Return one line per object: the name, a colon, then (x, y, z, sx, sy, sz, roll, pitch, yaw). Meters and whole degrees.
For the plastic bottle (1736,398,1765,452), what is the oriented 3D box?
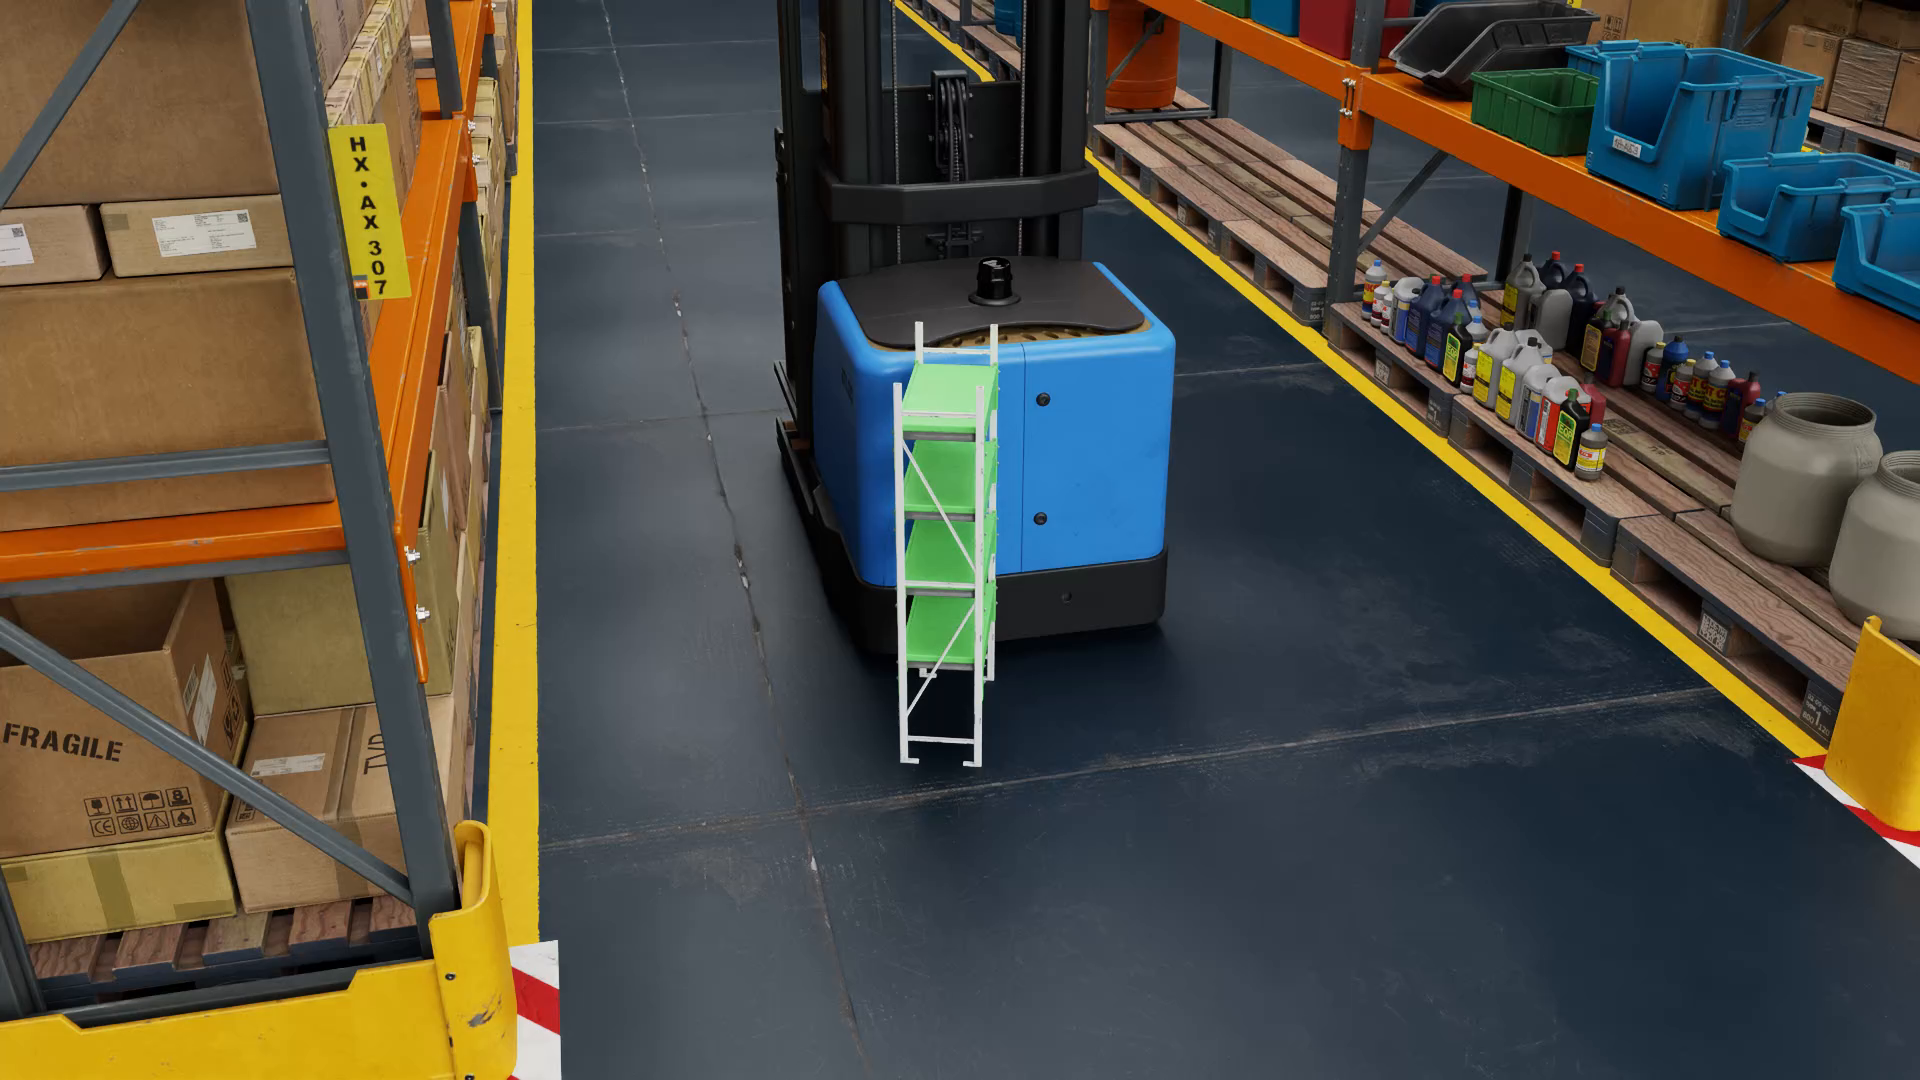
plastic bottle: (3.071, -0.447, 6.424, 0.097, 0.201, 0.097, 0, 27, 0)

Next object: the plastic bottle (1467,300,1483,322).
plastic bottle: (2.226, -0.913, 7.270, 0.097, 0.271, 0.097, 0, 27, 0)

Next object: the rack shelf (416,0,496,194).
rack shelf: (-2.980, -2.438, 8.550, 1.077, 0.370, 4.000, -6, 27, -12)

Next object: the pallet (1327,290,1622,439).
pallet: (2.408, -0.839, 7.677, 1.003, 0.211, 1.213, -6, 27, -12)

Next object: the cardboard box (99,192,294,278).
cardboard box: (-1.506, -0.654, 3.385, 0.380, 0.149, 0.250, -6, 27, -12)

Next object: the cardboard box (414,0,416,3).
cardboard box: (-2.259, -2.118, 6.286, 0.380, 0.149, 0.250, -6, 27, -12)

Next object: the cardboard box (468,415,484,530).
cardboard box: (-1.982, -0.221, 5.945, 0.500, 0.250, 0.500, -6, 27, -12)

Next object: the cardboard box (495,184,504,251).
cardboard box: (-2.726, -1.719, 8.911, 0.500, 0.250, 0.500, -5, 27, -11)

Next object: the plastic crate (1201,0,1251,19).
plastic crate: (1.630, -3.024, 9.147, 0.450, 0.188, 0.662, -6, 27, -12)

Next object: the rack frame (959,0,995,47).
rack frame: (0.495, -5.895, 14.600, 1.000, 3.000, 0.127, -6, 27, -12)

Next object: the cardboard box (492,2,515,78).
cardboard box: (-3.726, -3.848, 12.831, 0.500, 0.500, 0.500, -6, 27, -11)

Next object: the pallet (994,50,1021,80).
pallet: (0.907, -3.770, 13.485, 1.003, 0.211, 1.213, -6, 27, -12)

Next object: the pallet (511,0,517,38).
pallet: (-4.764, -4.987, 15.895, 1.003, 0.211, 1.213, -6, 27, -12)

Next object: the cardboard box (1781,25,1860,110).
cardboard box: (6.392, -3.430, 12.002, 0.700, 0.500, 0.500, -7, 28, -14)

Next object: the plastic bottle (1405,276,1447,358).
plastic bottle: (2.075, -1.000, 7.354, 0.144, 0.351, 0.185, -5, 27, -10)

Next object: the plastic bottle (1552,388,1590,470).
plastic bottle: (2.314, -0.422, 6.283, 0.061, 0.283, 0.133, -5, 27, -10)

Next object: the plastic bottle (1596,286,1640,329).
plastic bottle: (2.840, -0.917, 7.189, 0.144, 0.351, 0.185, -6, 27, -12)

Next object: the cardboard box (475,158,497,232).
cardboard box: (-2.605, -1.746, 8.343, 0.500, 0.311, 0.500, -7, 28, -13)

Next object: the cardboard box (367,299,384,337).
cardboard box: (-1.950, -0.825, 4.444, 0.700, 0.500, 0.500, -6, 27, -11)

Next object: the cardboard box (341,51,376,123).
cardboard box: (-1.798, -1.219, 4.505, 0.380, 0.149, 0.250, -6, 27, -12)

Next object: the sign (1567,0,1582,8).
sign: (2.836, -2.557, 7.680, 0.100, 0.325, 0.005, -6, 27, -12)

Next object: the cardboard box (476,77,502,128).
cardboard box: (-3.073, -2.643, 10.120, 0.500, 0.311, 0.500, -5, 27, -10)

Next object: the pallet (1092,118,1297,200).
pallet: (1.533, -2.550, 11.067, 1.003, 0.211, 1.213, -6, 27, -12)

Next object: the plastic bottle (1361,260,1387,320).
plastic bottle: (1.942, -1.177, 7.792, 0.097, 0.271, 0.097, 0, 27, 0)

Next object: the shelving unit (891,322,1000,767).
shelving unit: (-0.033, 0.018, 4.883, 0.258, 1.200, 0.503, 2, 27, 5)

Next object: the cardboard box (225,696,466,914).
cardboard box: (-1.532, 0.657, 4.205, 0.500, 0.250, 0.500, -6, 27, -12)

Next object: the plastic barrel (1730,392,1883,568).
plastic barrel: (2.863, -0.205, 5.621, 0.421, 0.512, 0.421, 0, 27, 0)

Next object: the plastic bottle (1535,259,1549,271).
plastic bottle: (2.728, -1.189, 7.802, 0.061, 0.283, 0.133, -5, 27, -9)

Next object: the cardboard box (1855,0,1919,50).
cardboard box: (6.531, -3.534, 11.376, 0.500, 0.250, 0.500, -3, 27, -6)

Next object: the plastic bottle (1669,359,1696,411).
plastic bottle: (2.972, -0.639, 6.805, 0.097, 0.201, 0.097, 0, 27, 0)

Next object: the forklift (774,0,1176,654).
forklift: (-0.142, -1.585, 6.137, 1.130, 2.935, 3.031, -6, 27, -12)

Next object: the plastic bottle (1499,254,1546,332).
plastic bottle: (2.583, -1.128, 7.608, 0.144, 0.351, 0.185, -6, 27, -12)

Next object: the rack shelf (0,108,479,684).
rack shelf: (-2.078, -0.682, 5.071, 1.077, 0.370, 4.000, -6, 27, -12)

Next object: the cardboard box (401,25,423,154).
cardboard box: (-2.423, -1.732, 6.241, 0.700, 0.500, 0.500, -7, 28, -13)

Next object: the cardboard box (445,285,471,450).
cardboard box: (-1.994, -0.555, 5.774, 0.500, 0.500, 0.500, -6, 27, -12)

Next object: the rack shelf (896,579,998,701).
rack shelf: (-0.033, 0.289, 5.020, 0.258, 0.148, 0.480, 2, 27, 5)

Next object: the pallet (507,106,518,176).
pallet: (-3.562, -2.724, 11.413, 1.003, 0.211, 1.213, -6, 27, -12)

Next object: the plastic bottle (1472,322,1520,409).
plastic bottle: (2.214, -0.730, 6.820, 0.144, 0.351, 0.185, -6, 27, -12)

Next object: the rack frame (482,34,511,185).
rack frame: (-3.430, -3.637, 10.127, 1.000, 3.000, 0.127, -6, 27, -12)

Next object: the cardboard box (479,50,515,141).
cardboard box: (-3.255, -2.947, 11.045, 0.500, 0.500, 0.500, -5, 27, -9)

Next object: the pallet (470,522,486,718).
pallet: (-2.112, 0.254, 5.513, 1.003, 0.211, 1.213, -6, 27, -12)

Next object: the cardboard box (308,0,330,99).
cardboard box: (-1.856, -1.209, 3.765, 0.700, 0.500, 0.500, -7, 28, -13)

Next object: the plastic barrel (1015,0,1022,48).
plastic barrel: (0.760, -4.594, 13.885, 0.600, 0.901, 0.708, -6, 27, -12)

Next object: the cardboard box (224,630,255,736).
cardboard box: (-2.161, 0.491, 4.534, 0.500, 0.250, 0.500, -6, 27, -12)

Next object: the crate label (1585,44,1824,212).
crate label: (2.521, -1.423, 5.701, 0.502, 0.435, 0.616, -6, 27, -12)

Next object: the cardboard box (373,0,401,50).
cardboard box: (-2.031, -1.671, 5.401, 0.380, 0.149, 0.250, -6, 27, -12)
